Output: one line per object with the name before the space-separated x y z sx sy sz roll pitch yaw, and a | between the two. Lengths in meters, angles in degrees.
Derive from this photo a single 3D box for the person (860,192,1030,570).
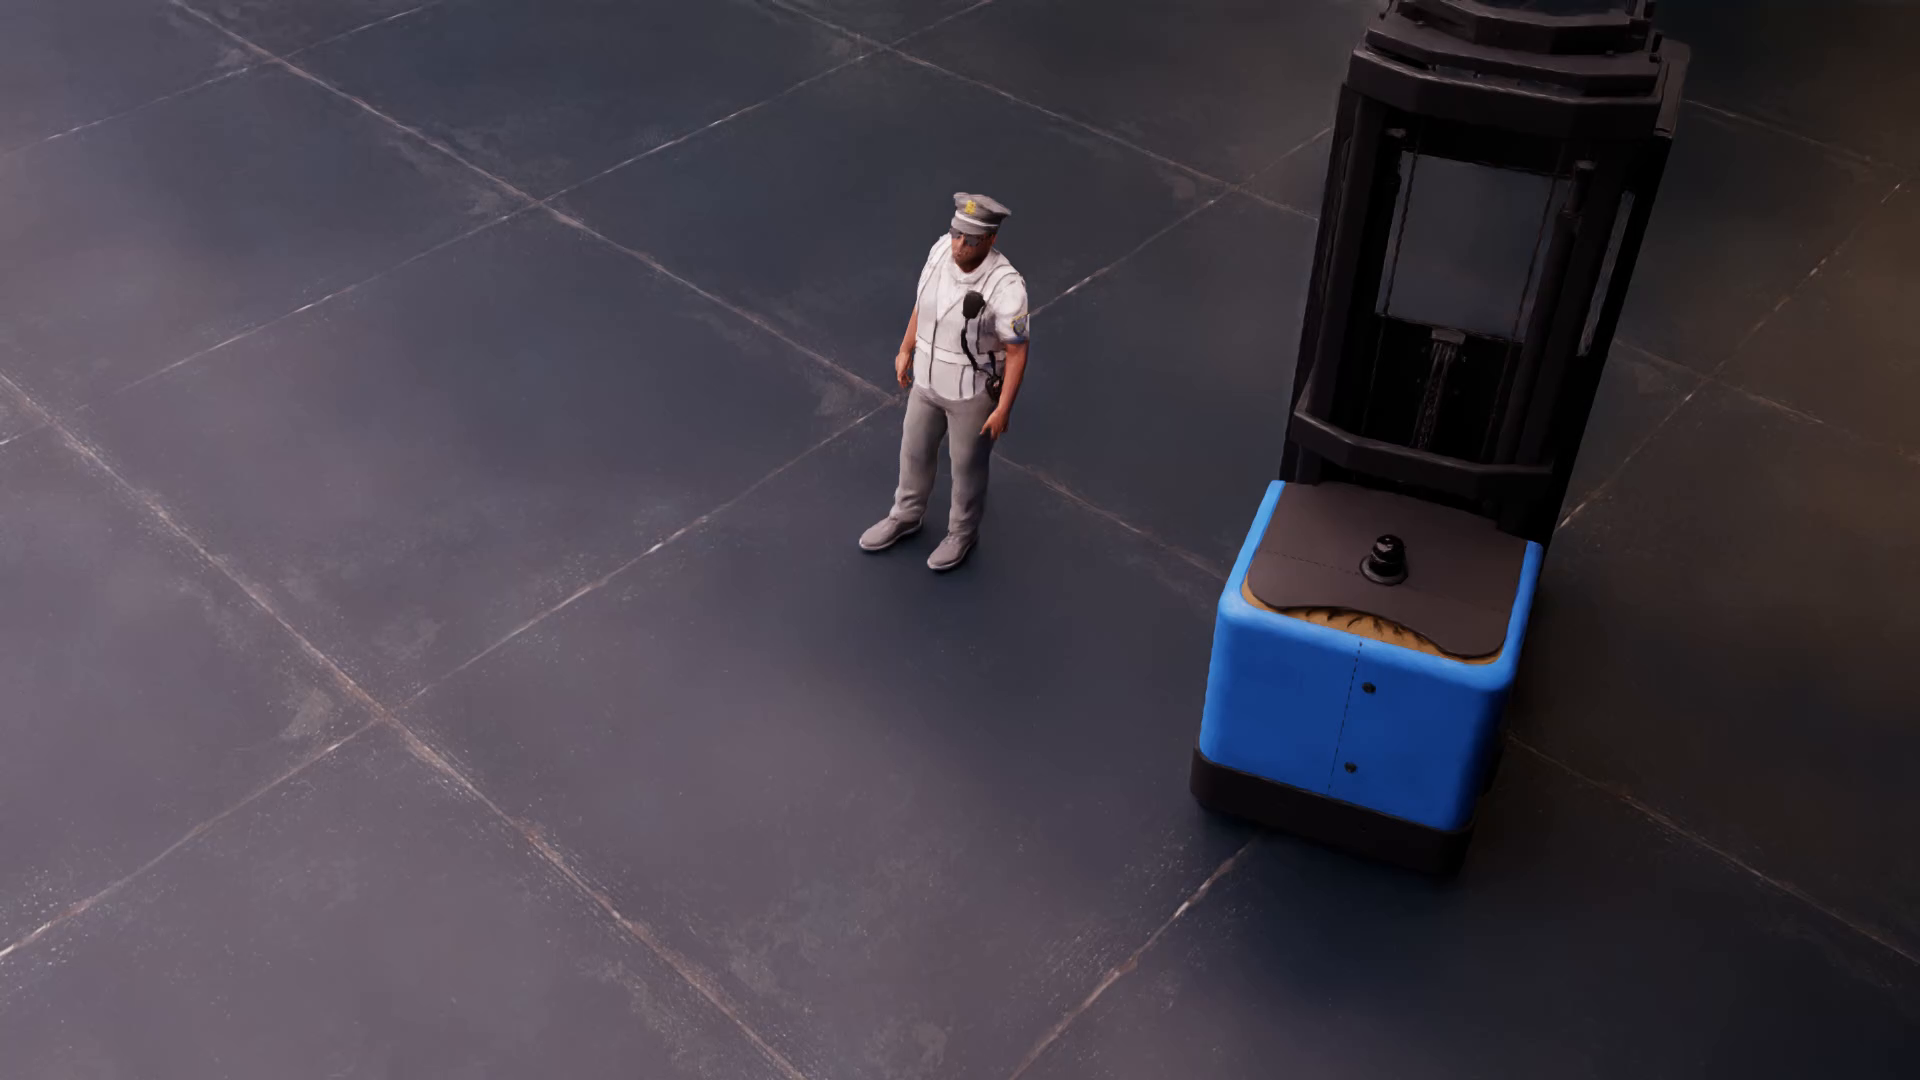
person | -0.061 -0.650 7.056 0.640 1.781 0.575 31 49 31

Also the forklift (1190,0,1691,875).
forklift | 1.922 -0.841 6.409 1.130 2.935 3.031 15 43 17
